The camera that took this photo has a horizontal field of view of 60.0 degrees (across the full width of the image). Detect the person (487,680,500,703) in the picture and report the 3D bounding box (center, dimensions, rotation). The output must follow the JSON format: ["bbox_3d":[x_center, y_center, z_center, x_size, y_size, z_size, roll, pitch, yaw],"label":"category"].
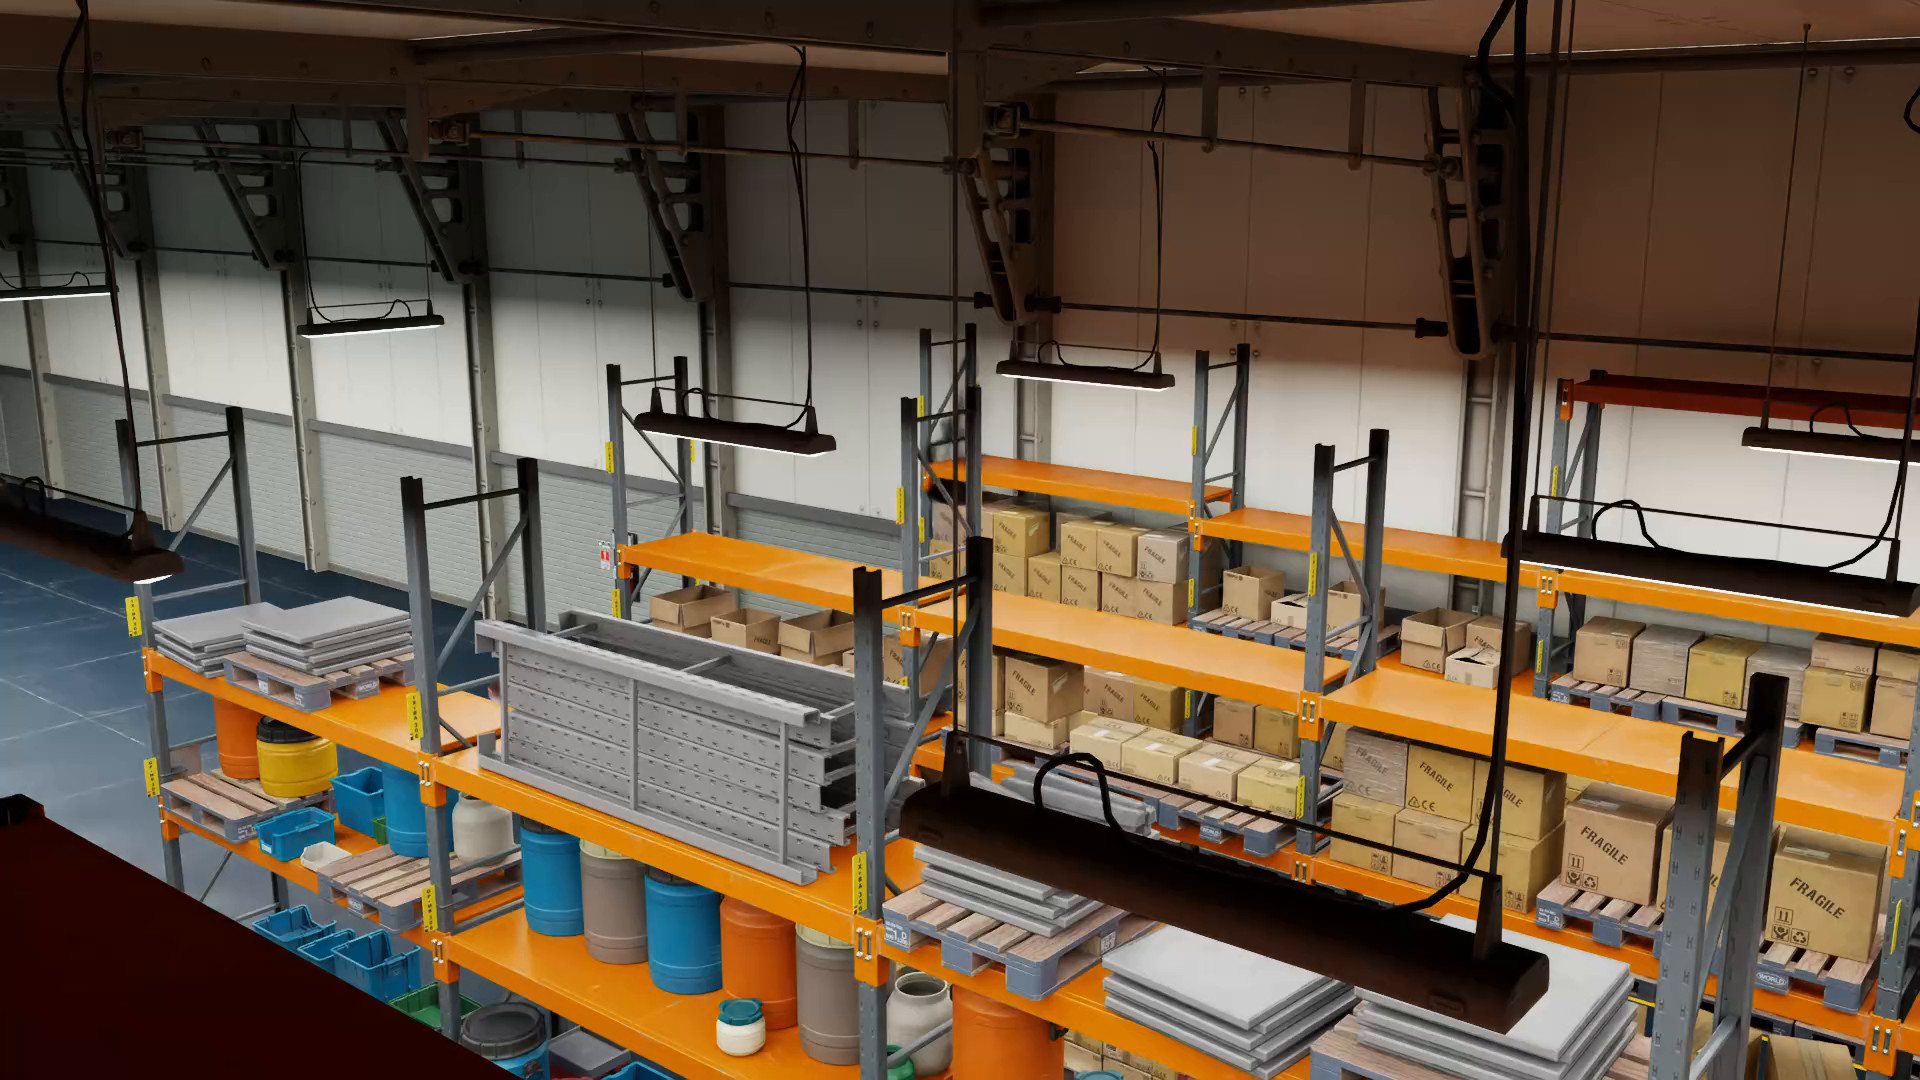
[{"bbox_3d":[-5.929,2.539,21.414,0.903,1.583,0.577,-7,14,-27],"label":"person"}]
